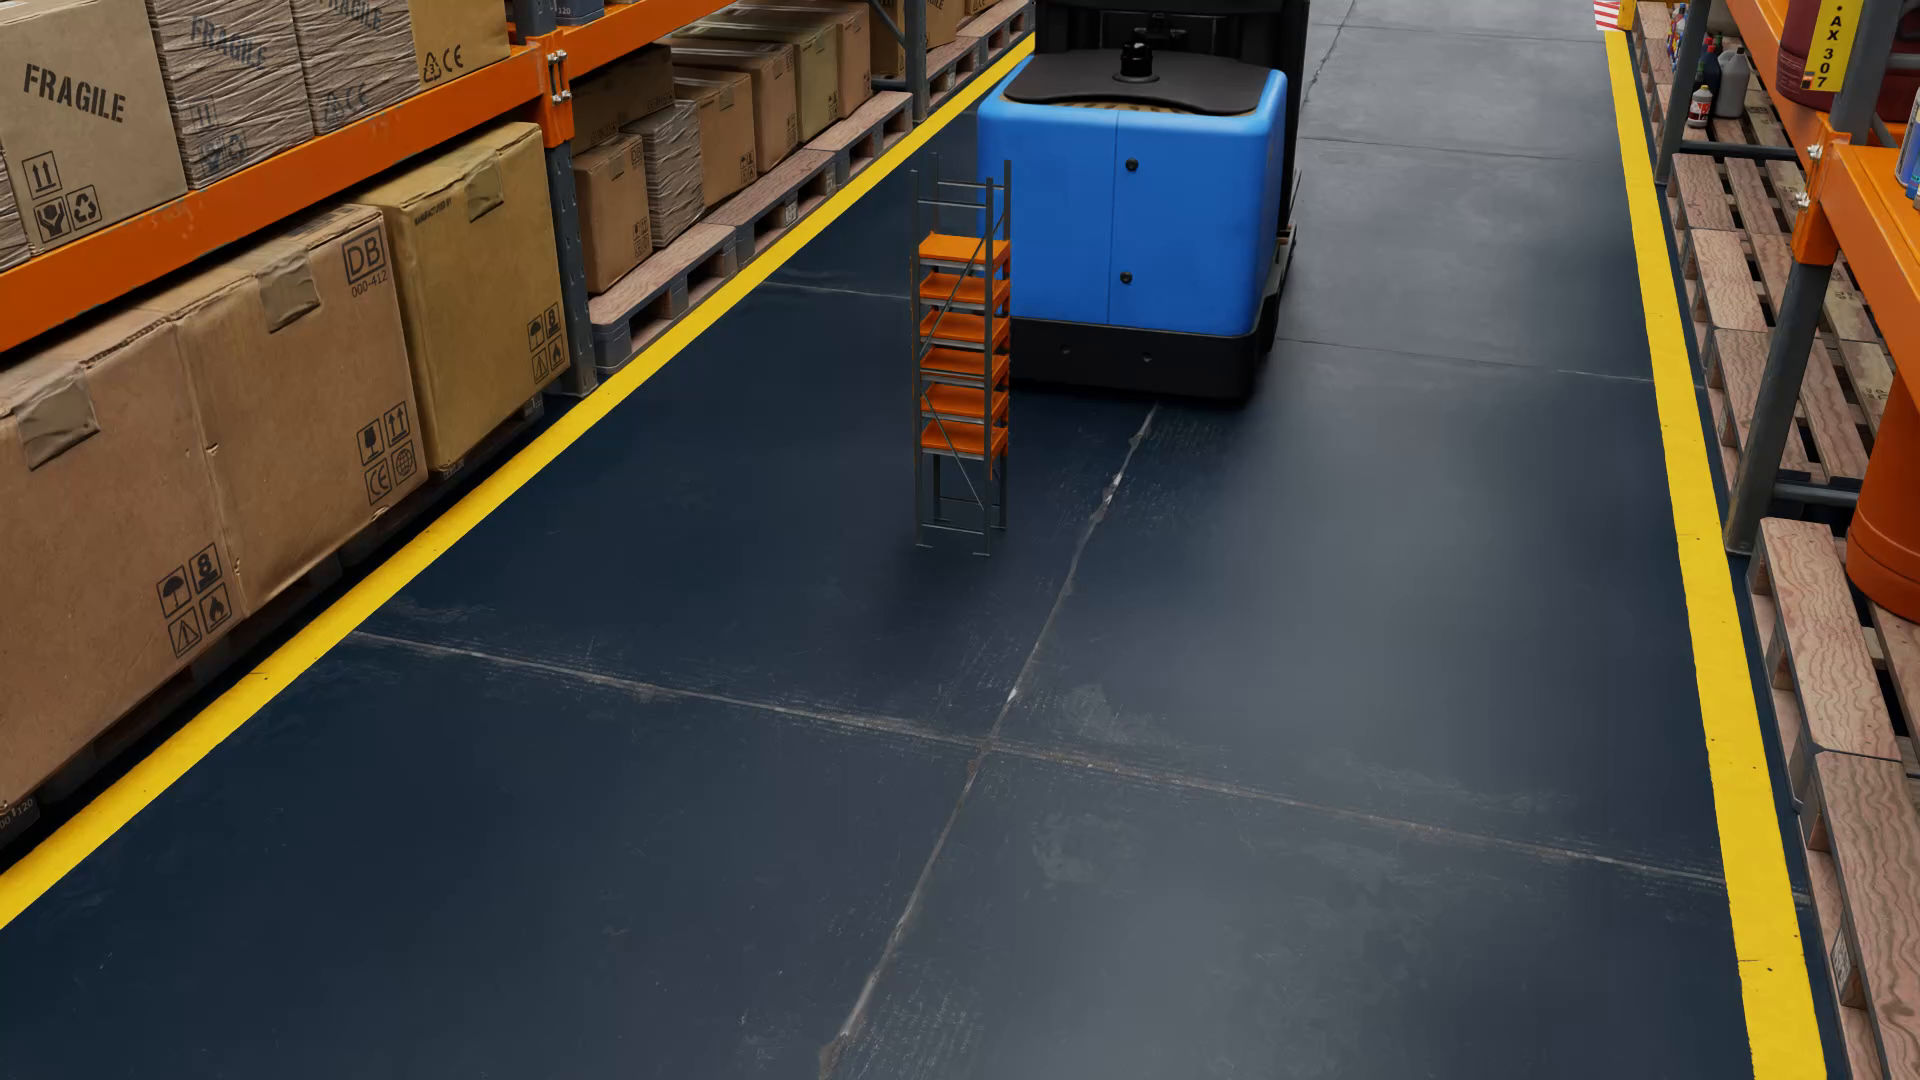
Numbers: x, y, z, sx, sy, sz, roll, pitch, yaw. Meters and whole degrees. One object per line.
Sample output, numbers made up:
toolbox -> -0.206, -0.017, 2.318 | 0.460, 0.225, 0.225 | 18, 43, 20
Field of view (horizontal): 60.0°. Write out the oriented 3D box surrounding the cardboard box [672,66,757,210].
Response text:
cardboard box -> -1.373, -1.867, 7.639 | 0.700, 0.500, 0.500 | 11, 31, 19

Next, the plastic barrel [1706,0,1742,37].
plastic barrel -> 4.955, -3.487, 10.559 | 0.421, 0.512, 0.421 | 0, 29, 0

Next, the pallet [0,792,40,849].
pallet -> -2.880, 0.779, 3.632 | 1.003, 0.211, 1.213 | 8, 30, 15

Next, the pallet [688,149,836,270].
pallet -> -1.270, -1.638, 7.978 | 1.003, 0.211, 1.213 | 8, 30, 15

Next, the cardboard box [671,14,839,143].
cardboard box -> -1.045, -2.386, 8.573 | 0.700, 0.500, 0.500 | 8, 30, 15

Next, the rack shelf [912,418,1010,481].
rack shelf -> 0.004, -0.282, 5.109 | 0.258, 0.103, 0.180 | 8, 30, 15

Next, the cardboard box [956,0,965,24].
cardboard box -> -0.263, -3.626, 10.822 | 0.500, 0.500, 0.500 | 6, 30, 10

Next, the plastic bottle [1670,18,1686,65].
plastic bottle -> 4.262, -2.936, 9.796 | 0.097, 0.271, 0.097 | 0, 29, 0

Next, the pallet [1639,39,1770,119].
pallet -> 4.642, -2.737, 9.954 | 1.003, 0.211, 1.213 | 8, 30, 15

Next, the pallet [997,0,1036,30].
pallet -> 0.193, -4.020, 12.260 | 1.003, 0.211, 1.213 | 8, 30, 15

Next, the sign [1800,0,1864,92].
sign -> 2.346, -1.369, 4.457 | 0.100, 0.325, 0.005 | 8, 30, 15

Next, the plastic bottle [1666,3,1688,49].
plastic bottle -> 4.392, -3.142, 10.166 | 0.097, 0.271, 0.097 | 0, 29, 0

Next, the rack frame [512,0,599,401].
rack frame -> -1.860, -1.929, 5.632 | 1.000, 3.000, 0.127 | 8, 30, 15

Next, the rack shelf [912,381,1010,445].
rack shelf -> 0.004, -0.387, 5.050 | 0.258, 0.103, 0.180 | 8, 30, 15

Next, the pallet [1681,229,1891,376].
pallet -> 3.499, -0.923, 6.692 | 1.003, 0.211, 1.213 | 8, 30, 15

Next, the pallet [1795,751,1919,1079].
pallet -> 2.323, 0.934, 3.354 | 1.003, 0.211, 1.213 | 8, 30, 15

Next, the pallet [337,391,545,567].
pallet -> -2.164, -0.355, 5.670 | 1.003, 0.211, 1.213 | 8, 30, 15

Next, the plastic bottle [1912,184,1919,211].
plastic bottle -> 2.350, -0.885, 3.960 | 0.097, 0.201, 0.097 | 0, 29, 0

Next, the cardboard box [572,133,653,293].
cardboard box -> -1.683, -1.343, 6.697 | 0.700, 0.500, 0.500 | 7, 30, 12

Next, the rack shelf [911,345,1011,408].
rack shelf -> 0.004, -0.492, 4.992 | 0.258, 0.103, 0.180 | 8, 30, 15

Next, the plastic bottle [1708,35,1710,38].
plastic bottle -> 4.165, -2.738, 9.435 | 0.152, 0.276, 0.135 | 9, 30, 16

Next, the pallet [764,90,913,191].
pallet -> -0.913, -2.207, 9.000 | 1.003, 0.211, 1.213 | 8, 30, 15

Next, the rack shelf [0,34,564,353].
rack shelf -> -2.448, -0.685, 4.136 | 1.077, 0.370, 4.000 | 8, 30, 15

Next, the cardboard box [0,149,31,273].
cardboard box -> -2.367, -0.758, 3.424 | 0.500, 0.500, 0.500 | 8, 30, 14

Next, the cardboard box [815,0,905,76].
cardboard box -> -0.531, -3.059, 9.803 | 0.500, 0.500, 0.500 | 8, 30, 13

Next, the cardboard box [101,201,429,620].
cardboard box -> -2.352, -0.453, 4.732 | 1.225, 0.875, 0.875 | 9, 30, 15

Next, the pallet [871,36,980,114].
pallet -> -0.523, -2.886, 10.221 | 1.003, 0.211, 1.213 | 8, 30, 15

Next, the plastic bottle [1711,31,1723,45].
plastic bottle -> 4.267, -2.726, 9.406 | 0.061, 0.283, 0.133 | 8, 30, 15

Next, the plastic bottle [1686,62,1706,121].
plastic bottle -> 3.874, -2.357, 8.743 | 0.061, 0.283, 0.133 | 10, 31, 17

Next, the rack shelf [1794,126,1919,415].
rack shelf -> 2.287, 0.022, 2.865 | 1.077, 0.370, 4.000 | 8, 30, 15

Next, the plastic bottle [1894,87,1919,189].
plastic bottle -> 2.438, -1.013, 4.113 | 0.152, 0.276, 0.135 | 8, 30, 15

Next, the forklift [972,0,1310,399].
forklift -> 0.904, -2.493, 6.716 | 1.130, 2.935, 3.031 | 7, 30, 12

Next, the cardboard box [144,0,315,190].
cardboard box -> -2.070, -1.235, 4.282 | 0.500, 0.500, 0.500 | 8, 30, 13

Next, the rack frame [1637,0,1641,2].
rack frame -> 5.223, -4.940, 11.044 | 1.000, 3.000, 0.127 | 8, 30, 15

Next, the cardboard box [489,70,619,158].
cardboard box -> -1.692, -1.672, 6.518 | 0.500, 0.250, 0.500 | 10, 31, 17

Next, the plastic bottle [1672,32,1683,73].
plastic bottle -> 4.203, -2.842, 9.627 | 0.097, 0.271, 0.097 | 0, 29, 0

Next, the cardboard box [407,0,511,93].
cardboard box -> -1.768, -1.708, 5.132 | 0.500, 0.500, 0.500 | 9, 30, 16

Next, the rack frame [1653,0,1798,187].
rack frame -> 4.048, -3.081, 7.703 | 1.000, 3.000, 0.127 | 8, 30, 15

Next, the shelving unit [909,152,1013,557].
shelving unit -> 0.004, -0.531, 4.970 | 0.258, 1.200, 0.189 | 8, 30, 15

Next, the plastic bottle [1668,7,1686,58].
plastic bottle -> 4.309, -3.044, 9.979 | 0.061, 0.283, 0.133 | 9, 30, 16

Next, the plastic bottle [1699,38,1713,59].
plastic bottle -> 4.018, -2.545, 9.012 | 0.144, 0.351, 0.185 | 7, 30, 12

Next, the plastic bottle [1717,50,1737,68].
plastic bottle -> 4.167, -2.503, 9.013 | 0.152, 0.276, 0.135 | 8, 30, 15

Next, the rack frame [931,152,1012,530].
rack frame -> 0.031, -0.574, 5.047 | 0.240, 1.200, 0.006 | 8, 30, 15
